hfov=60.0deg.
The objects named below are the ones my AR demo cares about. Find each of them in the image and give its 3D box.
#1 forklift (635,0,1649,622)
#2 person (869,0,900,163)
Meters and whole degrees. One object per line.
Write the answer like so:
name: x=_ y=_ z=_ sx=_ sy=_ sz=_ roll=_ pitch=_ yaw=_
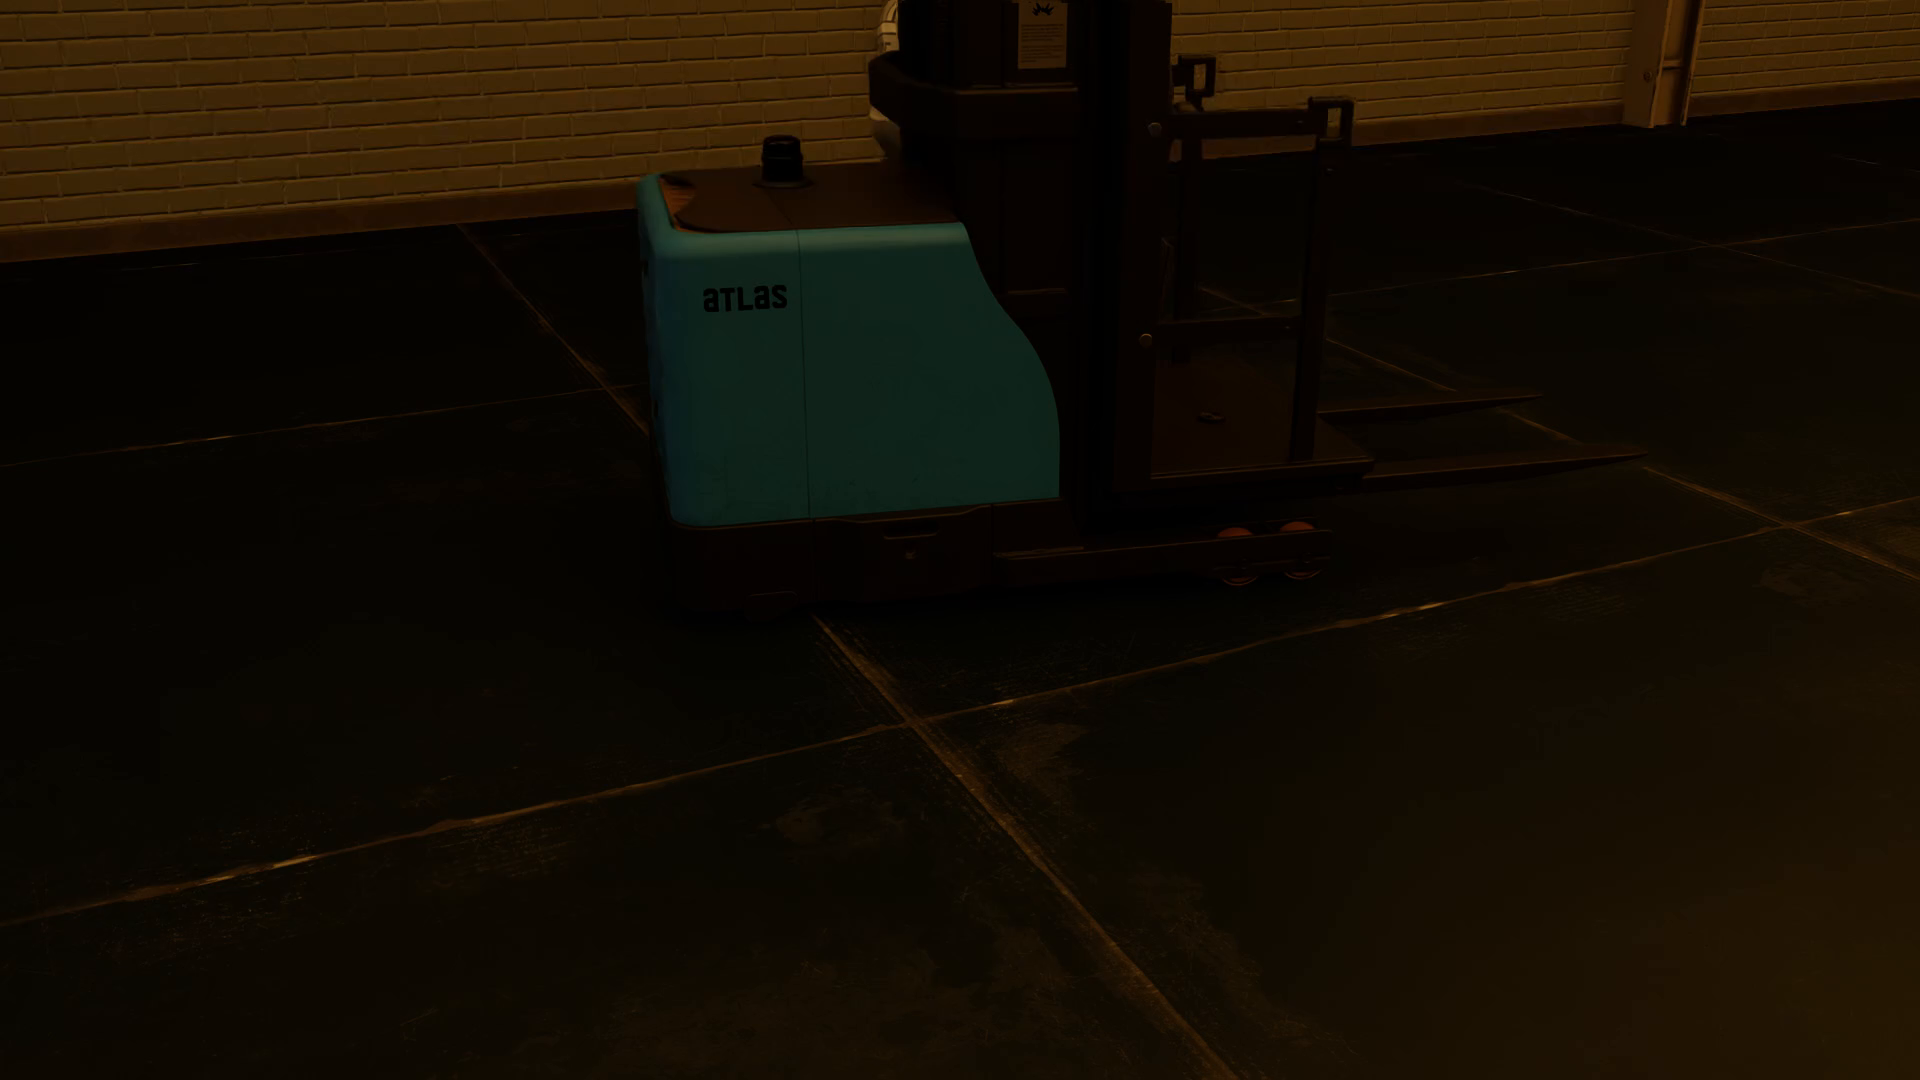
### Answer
forklift: x=0.598 y=-1.413 z=4.687 sx=3.031 sy=2.935 sz=1.130 roll=-5 pitch=23 yaw=-12
person: x=-0.140 y=-1.918 z=7.672 sx=0.577 sy=1.630 sz=0.691 roll=-8 pitch=24 yaw=-19
